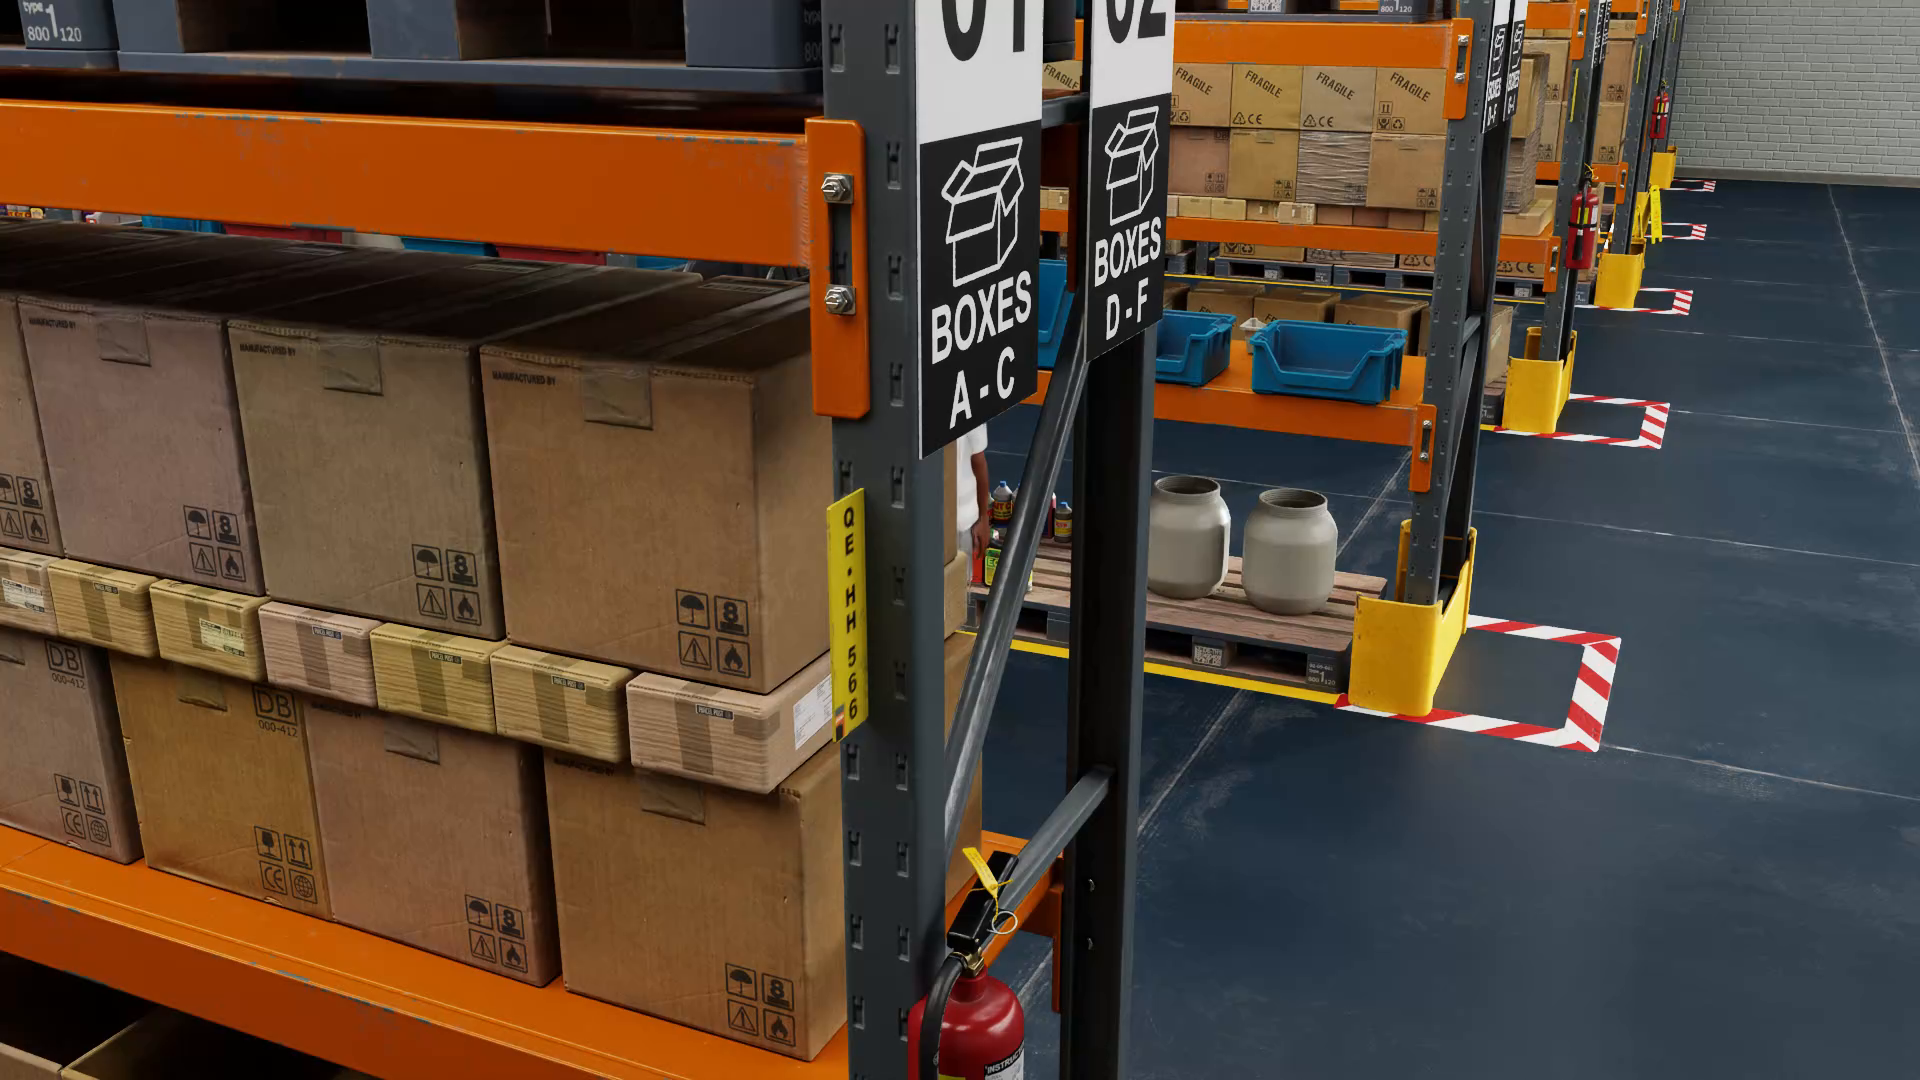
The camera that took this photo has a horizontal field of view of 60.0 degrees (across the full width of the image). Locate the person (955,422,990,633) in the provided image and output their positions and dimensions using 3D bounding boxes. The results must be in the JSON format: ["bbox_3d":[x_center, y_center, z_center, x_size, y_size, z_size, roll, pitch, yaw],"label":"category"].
[{"bbox_3d":[-0.235,-0.079,6.736,0.707,1.764,0.468,1,19,4],"label":"person"}]
